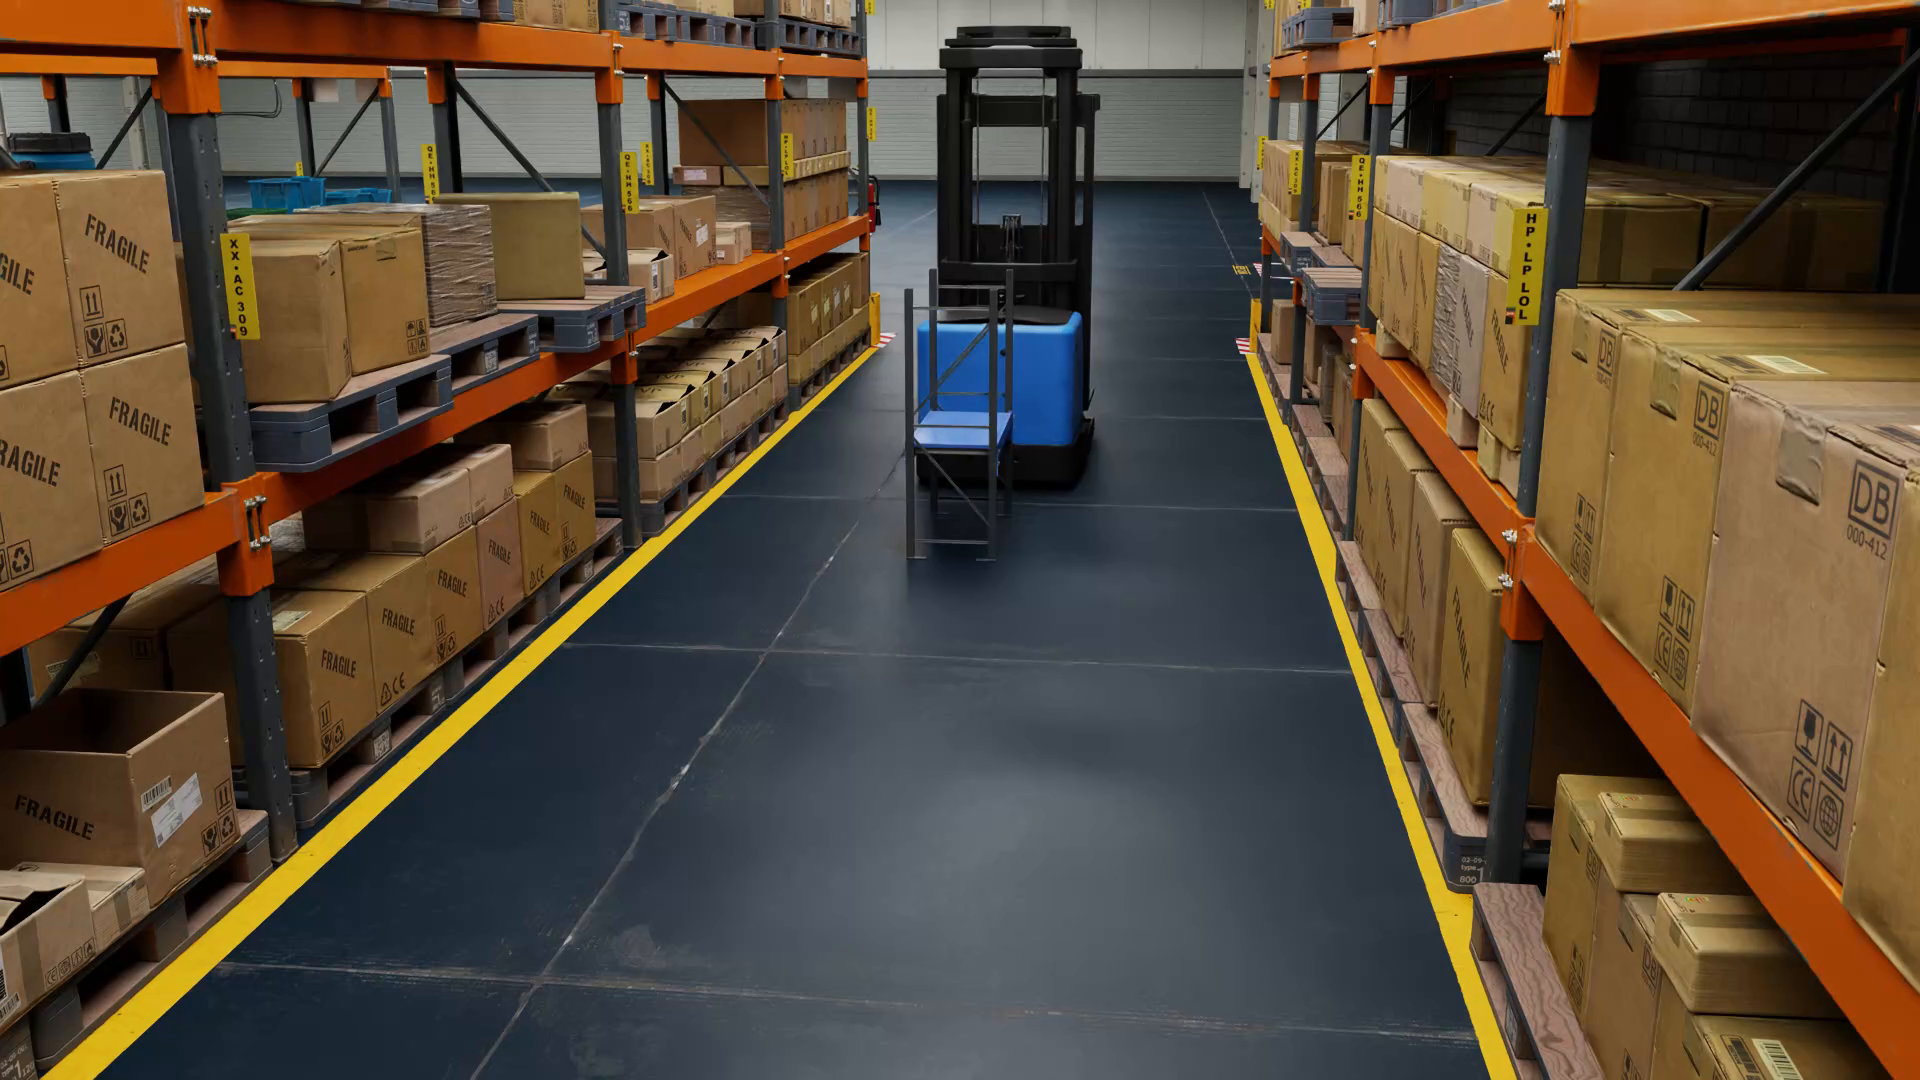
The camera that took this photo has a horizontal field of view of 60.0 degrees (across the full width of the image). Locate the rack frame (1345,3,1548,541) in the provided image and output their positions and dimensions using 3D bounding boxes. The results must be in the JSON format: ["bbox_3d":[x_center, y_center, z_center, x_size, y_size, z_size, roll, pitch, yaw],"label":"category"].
[{"bbox_3d":[2.596,-1.274,8.627,1.000,3.000,0.127,2,15,6],"label":"rack frame"}]

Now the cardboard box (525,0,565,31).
[{"bbox_3d":[-2.400,-2.669,7.847,0.910,0.500,0.500,2,15,6],"label":"cardboard box"}]

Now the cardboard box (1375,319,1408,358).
[{"bbox_3d":[2.177,-0.952,7.880,0.380,0.149,0.250,2,15,8],"label":"cardboard box"}]

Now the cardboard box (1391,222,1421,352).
[{"bbox_3d":[2.161,-1.093,7.157,0.500,0.500,0.500,2,15,6],"label":"cardboard box"}]

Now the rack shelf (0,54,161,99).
[{"bbox_3d":[-7.022,-3.185,11.327,1.077,0.370,4.000,2,15,6],"label":"rack shelf"}]

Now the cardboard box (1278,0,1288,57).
[{"bbox_3d":[3.062,-4.502,14.590,0.500,0.500,0.500,2,15,9],"label":"cardboard box"}]

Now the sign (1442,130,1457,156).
[{"bbox_3d":[3.599,-2.855,12.256,0.100,0.325,0.005,2,15,6],"label":"sign"}]

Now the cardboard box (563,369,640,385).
[{"bbox_3d":[-2.400,-0.974,10.906,0.500,0.311,0.500,2,15,6],"label":"cardboard box"}]

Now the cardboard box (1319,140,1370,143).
[{"bbox_3d":[3.657,-3.520,15.744,0.500,0.500,0.500,2,15,6],"label":"cardboard box"}]

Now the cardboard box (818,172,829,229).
[{"bbox_3d":[-1.606,-3.156,15.397,0.700,0.500,0.500,2,15,7],"label":"cardboard box"}]

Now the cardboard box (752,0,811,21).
[{"bbox_3d":[-1.495,-4.395,13.519,0.500,0.311,0.500,1,15,3],"label":"cardboard box"}]

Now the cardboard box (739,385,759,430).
[{"bbox_3d":[-1.750,-0.952,11.899,0.500,0.250,0.500,2,15,8],"label":"cardboard box"}]

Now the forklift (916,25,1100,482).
[{"bbox_3d":[0.417,-2.128,11.917,1.130,2.935,3.031,2,15,7],"label":"forklift"}]

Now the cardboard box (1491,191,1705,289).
[{"bbox_3d":[1.943,-0.929,5.114,0.500,0.250,0.500,2,15,8],"label":"cardboard box"}]

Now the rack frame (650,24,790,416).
[{"bbox_3d":[-1.875,-2.456,13.000,1.000,3.000,0.127,2,15,6],"label":"rack frame"}]

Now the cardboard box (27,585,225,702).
[{"bbox_3d":[-3.007,0.476,6.100,0.500,0.500,0.500,2,15,6],"label":"cardboard box"}]

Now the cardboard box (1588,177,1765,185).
[{"bbox_3d":[2.559,-1.178,6.035,0.500,0.250,0.500,1,15,4],"label":"cardboard box"}]

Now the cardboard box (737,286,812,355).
[{"bbox_3d":[-1.512,-1.805,13.617,0.500,0.500,0.500,2,15,6],"label":"cardboard box"}]

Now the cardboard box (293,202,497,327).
[{"bbox_3d":[-2.579,-1.272,7.623,0.700,0.500,0.500,5,16,17],"label":"cardboard box"}]

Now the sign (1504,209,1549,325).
[{"bbox_3d":[1.604,-0.771,4.699,0.100,0.325,0.005,2,15,6],"label":"sign"}]

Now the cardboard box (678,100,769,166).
[{"bbox_3d":[-1.831,-3.246,13.244,0.700,0.500,0.500,2,15,7],"label":"cardboard box"}]

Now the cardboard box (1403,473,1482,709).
[{"bbox_3d":[2.186,0.195,6.507,0.750,0.750,0.750,2,15,8],"label":"cardboard box"}]

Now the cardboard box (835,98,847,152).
[{"bbox_3d":[-1.495,-4.034,16.157,0.700,0.500,0.500,2,15,6],"label":"cardboard box"}]

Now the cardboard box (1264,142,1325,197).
[{"bbox_3d":[3.080,-3.405,15.321,0.500,0.500,0.500,2,15,6],"label":"cardboard box"}]

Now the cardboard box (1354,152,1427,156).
[{"bbox_3d":[3.308,-2.726,12.811,0.500,0.500,0.500,1,15,5],"label":"cardboard box"}]

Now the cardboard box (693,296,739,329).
[{"bbox_3d":[-1.972,-1.950,14.153,0.500,0.500,0.500,2,15,6],"label":"cardboard box"}]

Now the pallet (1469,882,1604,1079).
[{"bbox_3d":[1.981,1.304,4.434,1.003,0.211,1.213,2,15,6],"label":"pallet"}]

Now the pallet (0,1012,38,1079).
[{"bbox_3d":[-2.992,1.460,3.858,1.003,0.211,1.213,2,15,6],"label":"pallet"}]

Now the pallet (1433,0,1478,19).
[{"bbox_3d":[2.453,-2.172,6.564,1.003,0.211,1.213,2,15,9],"label":"pallet"}]

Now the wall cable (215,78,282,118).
[{"bbox_3d":[-21.988,-13.973,50.045,3.097,2.526,0.112,2,15,6],"label":"wall cable"}]

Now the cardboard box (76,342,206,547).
[{"bbox_3d":[-2.579,-0.293,4.806,0.500,0.500,0.500,2,15,7],"label":"cardboard box"}]

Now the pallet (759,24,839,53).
[{"bbox_3d":[-1.665,-4.399,14.608,1.003,0.211,1.213,2,15,6],"label":"pallet"}]

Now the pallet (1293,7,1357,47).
[{"bbox_3d":[2.758,-3.243,10.521,1.213,0.211,1.003,2,15,6],"label":"pallet"}]

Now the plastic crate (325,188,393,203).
[{"bbox_3d":[-6.104,-3.430,16.886,0.499,0.251,0.616,2,15,6],"label":"plastic crate"}]

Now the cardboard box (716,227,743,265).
[{"bbox_3d":[-1.792,-2.158,12.154,0.396,0.266,0.258,1,15,5],"label":"cardboard box"}]

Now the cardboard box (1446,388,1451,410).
[{"bbox_3d":[2.088,-0.549,6.390,0.380,0.149,0.250,1,15,5],"label":"cardboard box"}]

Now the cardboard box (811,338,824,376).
[{"bbox_3d":[-1.460,-1.573,14.195,0.500,0.250,0.500,2,15,6],"label":"cardboard box"}]

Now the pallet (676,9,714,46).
[{"bbox_3d":[-2.216,-3.245,10.530,1.003,0.211,1.213,2,15,9],"label":"pallet"}]

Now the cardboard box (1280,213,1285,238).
[{"bbox_3d":[2.864,-2.509,13.445,0.500,0.250,0.500,2,15,7],"label":"cardboard box"}]

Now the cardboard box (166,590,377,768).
[{"bbox_3d":[-2.481,0.494,6.033,0.500,0.500,0.500,1,15,4],"label":"cardboard box"}]

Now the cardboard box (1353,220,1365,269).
[{"bbox_3d":[2.675,-1.803,9.548,0.700,0.500,0.500,0,15,1],"label":"cardboard box"}]

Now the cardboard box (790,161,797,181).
[{"bbox_3d":[-1.569,-3.082,13.879,0.380,0.149,0.250,2,15,6],"label":"cardboard box"}]

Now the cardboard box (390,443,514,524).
[{"bbox_3d":[-2.312,-0.257,7.375,0.500,0.250,0.500,1,15,5],"label":"cardboard box"}]

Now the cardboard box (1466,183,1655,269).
[{"bbox_3d":[2.010,-1.061,5.603,0.500,0.250,0.500,2,15,7],"label":"cardboard box"}]

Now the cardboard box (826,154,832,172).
[{"bbox_3d":[-1.394,-3.483,15.362,0.380,0.149,0.250,2,15,8],"label":"cardboard box"}]

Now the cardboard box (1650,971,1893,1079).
[{"bbox_3d":[1.838,1.222,3.382,0.700,0.500,0.500,2,15,8],"label":"cardboard box"}]

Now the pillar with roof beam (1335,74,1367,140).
[{"bbox_3d":[0.679,-7.721,20.976,9.100,9.000,0.400,2,15,6],"label":"pillar with roof beam"}]

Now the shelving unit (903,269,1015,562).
[{"bbox_3d":[0.010,-0.746,9.548,0.538,1.500,1.048,2,15,6],"label":"shelving unit"}]

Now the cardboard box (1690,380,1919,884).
[{"bbox_3d":[1.907,0.137,2.834,0.980,0.700,0.700,1,15,4],"label":"cardboard box"}]

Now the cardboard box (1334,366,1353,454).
[{"bbox_3d":[2.875,-0.859,11.039,0.700,0.500,0.500,2,15,7],"label":"cardboard box"}]

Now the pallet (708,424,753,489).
[{"bbox_3d":[-2.055,-0.601,11.479,1.003,0.211,1.213,2,15,6],"label":"pallet"}]

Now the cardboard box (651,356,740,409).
[{"bbox_3d":[-1.808,-1.094,11.351,0.500,0.311,0.500,2,15,6],"label":"cardboard box"}]

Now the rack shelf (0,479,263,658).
[{"bbox_3d":[-3.004,0.484,3.502,1.077,0.370,4.000,2,15,6],"label":"rack shelf"}]

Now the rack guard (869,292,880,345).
[{"bbox_3d":[-1.421,-2.293,17.186,1.175,0.500,0.348,2,15,6],"label":"rack guard"}]

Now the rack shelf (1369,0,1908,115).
[{"bbox_3d":[2.370,-1.856,6.411,1.077,0.370,4.000,2,15,6],"label":"rack shelf"}]
